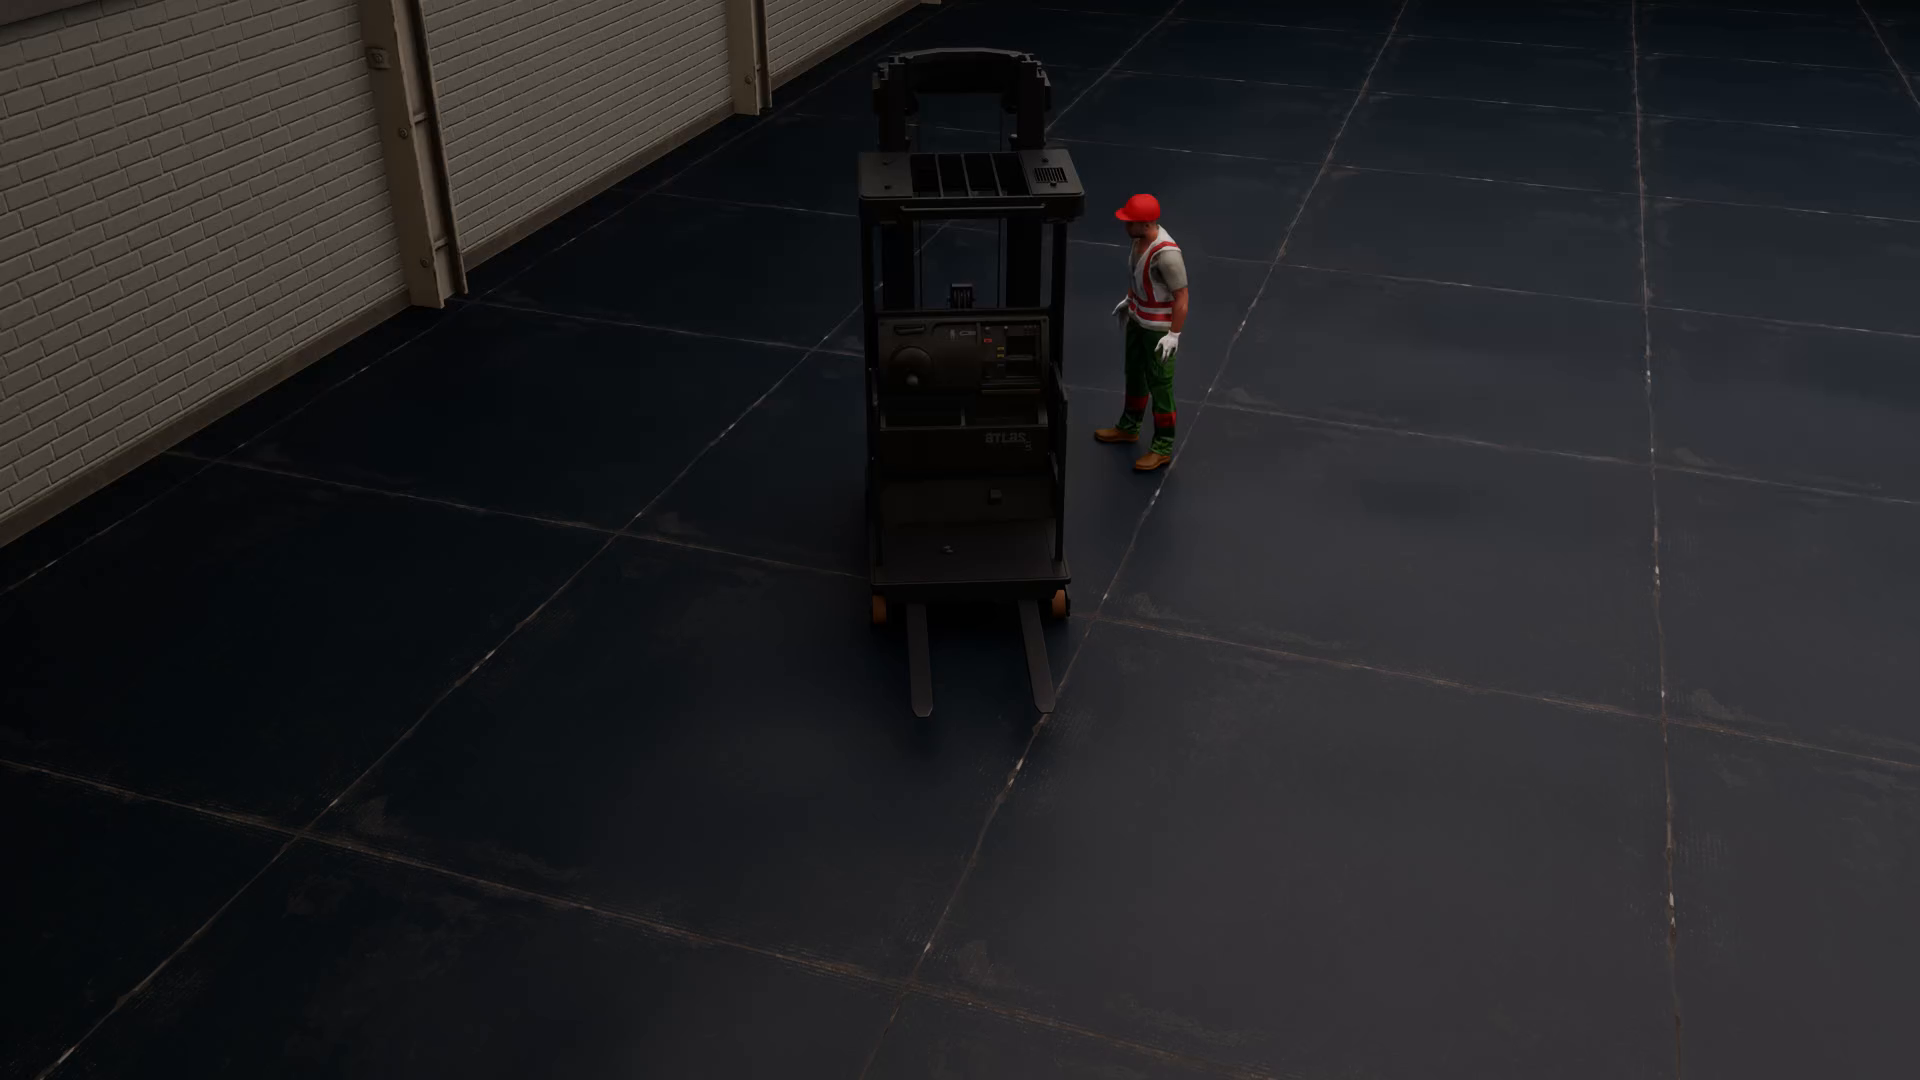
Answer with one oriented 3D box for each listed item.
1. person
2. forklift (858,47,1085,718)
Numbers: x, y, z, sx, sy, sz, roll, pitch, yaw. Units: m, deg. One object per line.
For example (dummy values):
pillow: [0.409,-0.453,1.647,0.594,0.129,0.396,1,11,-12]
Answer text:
person: [1.192,-1.384,10.730,0.476,1.779,0.687,-10,31,-17]
forklift: [0.035,-0.972,8.842,1.130,2.935,3.031,-2,30,-3]
